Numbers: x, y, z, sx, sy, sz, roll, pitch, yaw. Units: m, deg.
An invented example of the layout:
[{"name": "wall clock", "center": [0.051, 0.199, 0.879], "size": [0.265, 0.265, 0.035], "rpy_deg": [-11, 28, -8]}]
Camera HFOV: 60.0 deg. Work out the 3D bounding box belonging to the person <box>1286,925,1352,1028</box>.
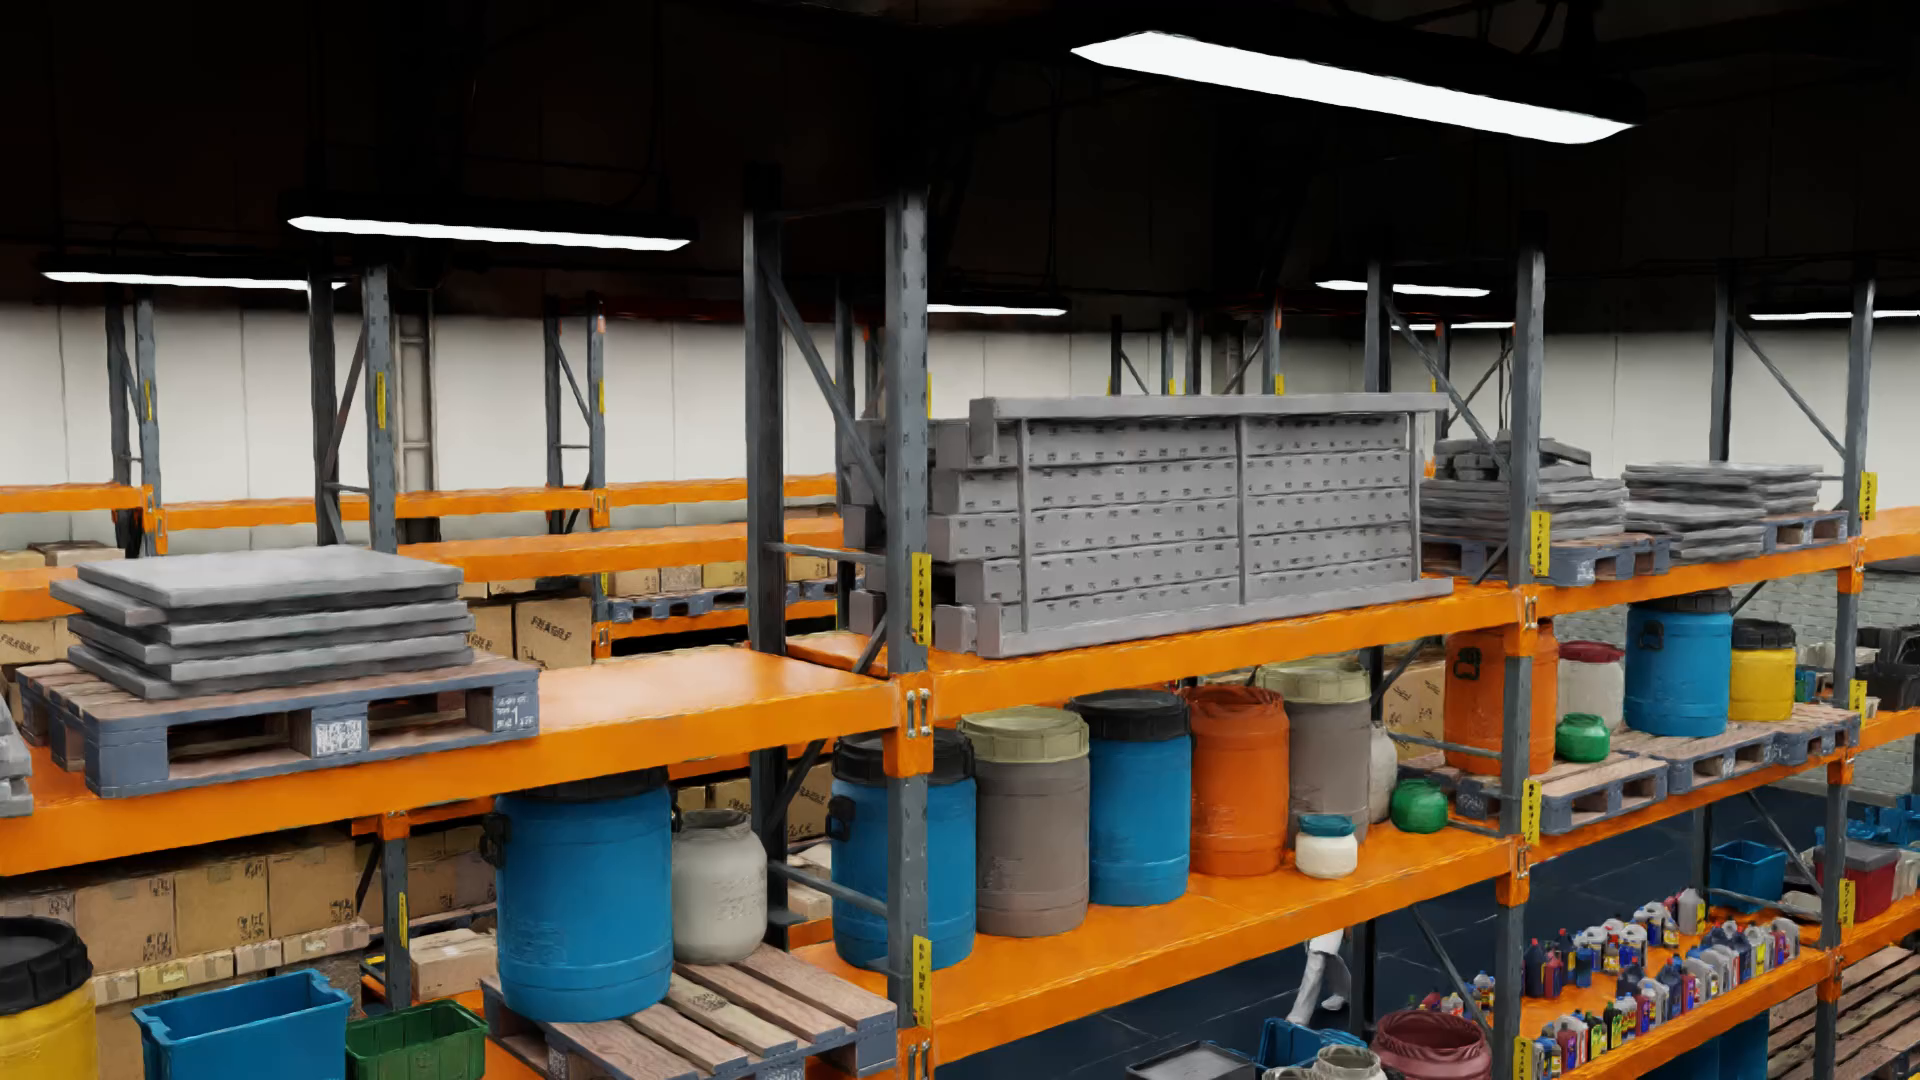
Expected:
[{"name": "person", "center": [2.827, 3.026, 13.270], "size": [1.194, 1.698, 0.585], "rpy_deg": [-4, 7, -37]}]
